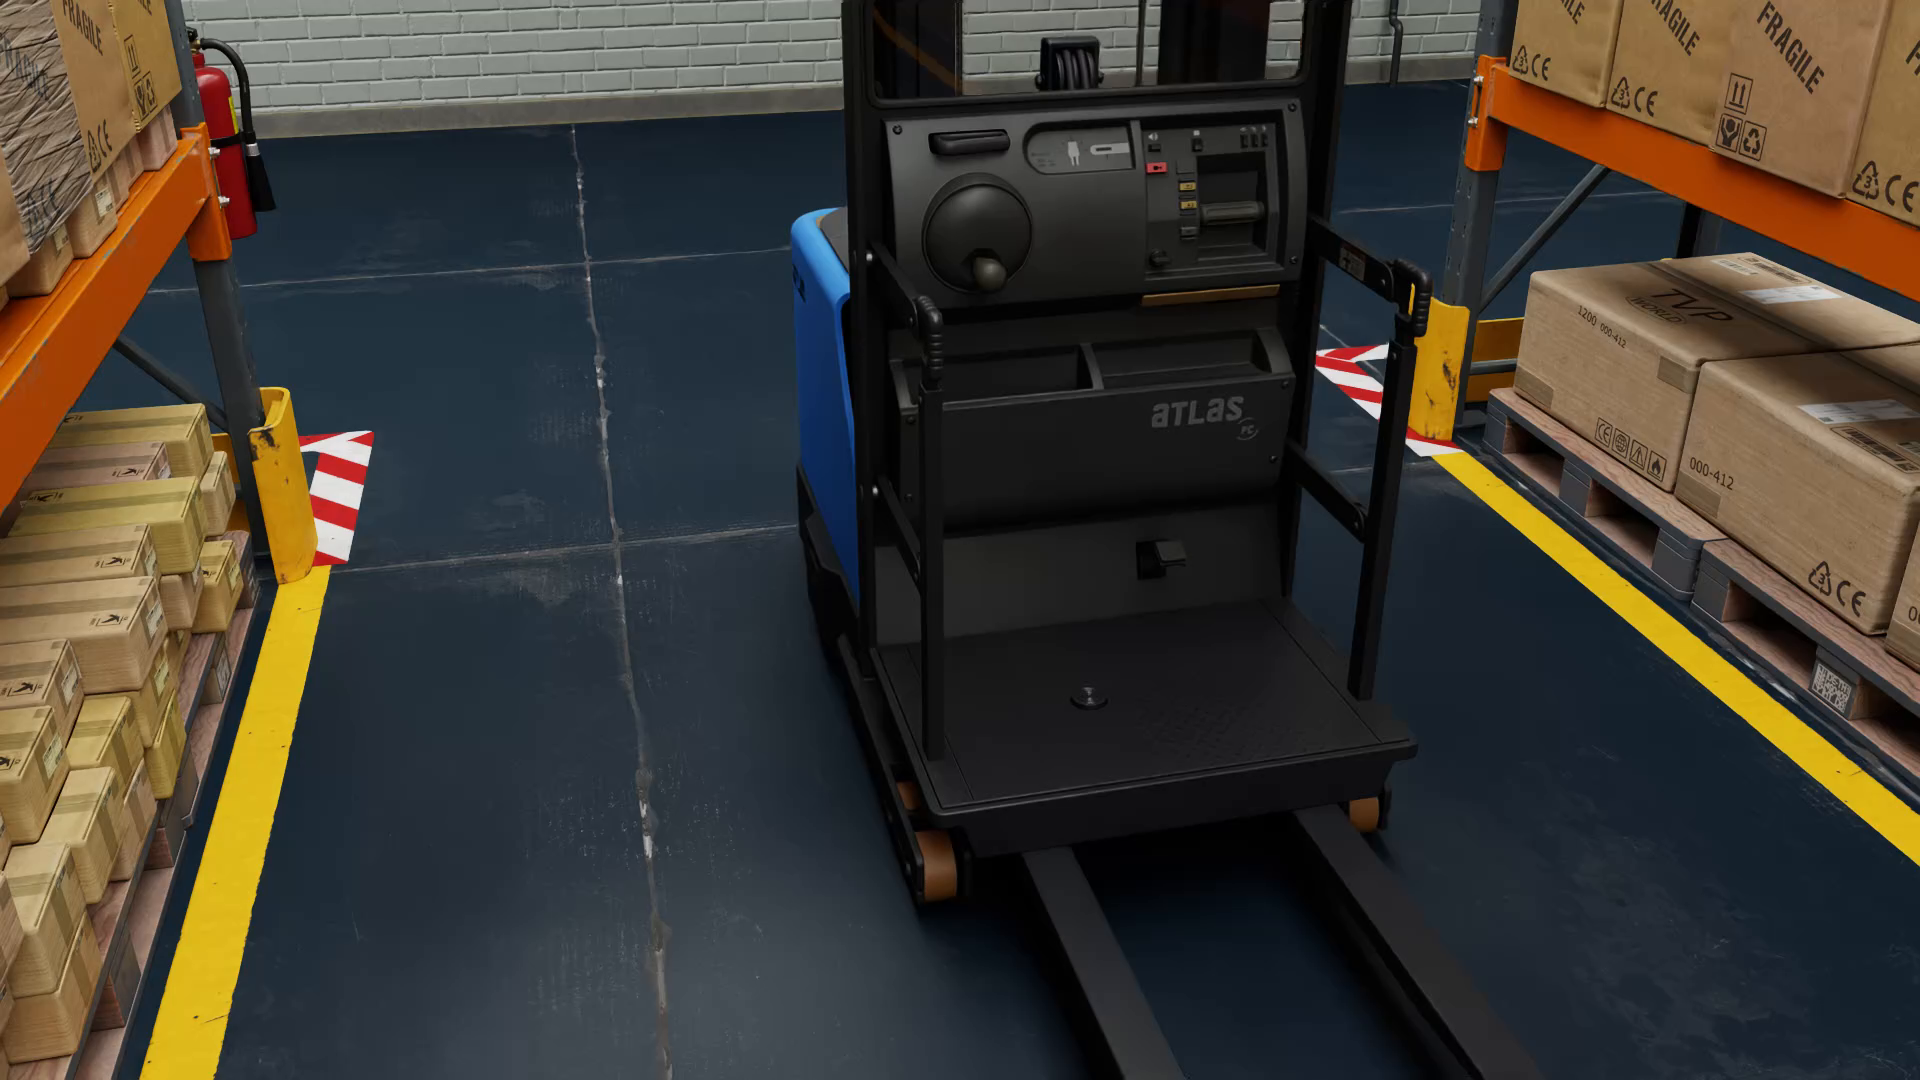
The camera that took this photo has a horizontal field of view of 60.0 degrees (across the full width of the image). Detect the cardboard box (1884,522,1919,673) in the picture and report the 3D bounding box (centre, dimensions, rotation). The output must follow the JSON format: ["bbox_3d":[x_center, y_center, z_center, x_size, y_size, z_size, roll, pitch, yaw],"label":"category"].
[{"bbox_3d":[2.874,0.223,3.858,0.875,0.438,0.875,-7,28,-13],"label":"cardboard box"}]

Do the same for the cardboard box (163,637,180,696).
[{"bbox_3d":[-2.065,0.366,3.893,0.380,0.149,0.250,-6,27,-11],"label":"cardboard box"}]

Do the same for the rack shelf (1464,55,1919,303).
[{"bbox_3d":[2.663,-0.611,3.930,1.077,0.370,4.000,-6,27,-12],"label":"rack shelf"}]

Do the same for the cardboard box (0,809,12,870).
[{"bbox_3d":[-1.872,0.564,2.842,0.380,0.149,0.250,-7,28,-14],"label":"cardboard box"}]

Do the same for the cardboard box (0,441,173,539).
[{"bbox_3d":[-2.221,-0.121,4.198,0.380,0.149,0.250,-5,27,-11],"label":"cardboard box"}]

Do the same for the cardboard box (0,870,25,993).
[{"bbox_3d":[-1.730,0.675,2.621,0.380,0.149,0.250,-5,27,-10],"label":"cardboard box"}]

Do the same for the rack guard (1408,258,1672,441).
[{"bbox_3d":[2.207,-0.705,6.092,1.175,0.500,0.348,-6,27,-12],"label":"rack guard"}]

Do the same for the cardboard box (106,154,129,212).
[{"bbox_3d":[-2.148,-0.815,3.815,0.380,0.149,0.250,-6,27,-12],"label":"cardboard box"}]

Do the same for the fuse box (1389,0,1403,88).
[{"bbox_3d":[2.998,-3.857,10.993,0.539,1.711,0.414,-6,27,-12],"label":"fuse box"}]

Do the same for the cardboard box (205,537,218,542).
[{"bbox_3d":[-2.266,0.032,4.556,0.380,0.149,0.250,-5,27,-11],"label":"cardboard box"}]

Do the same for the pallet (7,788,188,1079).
[{"bbox_3d":[-2.151,0.910,3.213,1.003,0.211,1.213,-6,27,-12],"label":"pallet"}]

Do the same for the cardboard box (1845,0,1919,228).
[{"bbox_3d":[2.408,-0.952,3.697,0.500,0.500,0.500,-5,27,-10],"label":"cardboard box"}]

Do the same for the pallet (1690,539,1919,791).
[{"bbox_3d":[2.740,0.312,4.397,1.003,0.211,1.213,-6,27,-12],"label":"pallet"}]

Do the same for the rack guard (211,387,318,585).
[{"bbox_3d":[-2.571,-0.114,4.921,1.175,0.500,0.348,-6,27,-12],"label":"rack guard"}]

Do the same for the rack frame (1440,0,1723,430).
[{"bbox_3d":[2.212,-1.810,5.508,1.000,3.000,0.127,-6,27,-12],"label":"rack frame"}]

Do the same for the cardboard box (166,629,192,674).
[{"bbox_3d":[-2.134,0.259,4.105,0.380,0.149,0.250,-6,27,-12],"label":"cardboard box"}]

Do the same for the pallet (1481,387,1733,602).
[{"bbox_3d":[2.469,-0.222,5.456,1.003,0.211,1.213,-6,27,-12],"label":"pallet"}]

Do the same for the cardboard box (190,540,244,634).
[{"bbox_3d":[-2.109,0.134,4.352,0.380,0.149,0.250,-5,27,-10],"label":"cardboard box"}]

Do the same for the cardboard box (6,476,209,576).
[{"bbox_3d":[-2.039,-0.020,3.998,0.380,0.149,0.250,-7,28,-13],"label":"cardboard box"}]

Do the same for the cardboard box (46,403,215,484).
[{"bbox_3d":[-2.222,-0.237,4.428,0.380,0.149,0.250,-6,27,-11],"label":"cardboard box"}]

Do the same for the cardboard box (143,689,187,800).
[{"bbox_3d":[-1.947,0.472,3.684,0.380,0.149,0.250,-7,28,-14],"label":"cardboard box"}]

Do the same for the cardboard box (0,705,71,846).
[{"bbox_3d":[-1.889,0.451,3.064,0.380,0.149,0.250,-6,27,-11],"label":"cardboard box"}]

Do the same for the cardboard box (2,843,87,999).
[{"bbox_3d":[-1.783,0.689,2.923,0.380,0.149,0.250,-6,27,-12],"label":"cardboard box"}]

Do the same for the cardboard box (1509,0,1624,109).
[{"bbox_3d":[2.041,-1.615,5.010,0.500,0.500,0.500,-6,27,-12],"label":"cardboard box"}]

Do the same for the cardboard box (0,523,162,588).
[{"bbox_3d":[-2.042,0.100,3.760,0.380,0.149,0.250,-7,28,-14],"label":"cardboard box"}]

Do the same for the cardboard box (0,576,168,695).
[{"bbox_3d":[-1.927,0.212,3.538,0.380,0.149,0.250,-5,27,-10],"label":"cardboard box"}]

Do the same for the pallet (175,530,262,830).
[{"bbox_3d":[-2.422,0.375,4.272,1.003,0.211,1.213,-6,27,-12],"label":"pallet"}]

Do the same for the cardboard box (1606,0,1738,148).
[{"bbox_3d":[2.182,-1.396,4.576,0.500,0.500,0.500,-6,27,-12],"label":"cardboard box"}]

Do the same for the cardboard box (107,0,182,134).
[{"bbox_3d":[-2.236,-1.270,3.995,0.500,0.500,0.500,-5,27,-11],"label":"cardboard box"}]

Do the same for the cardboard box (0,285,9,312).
[{"bbox_3d":[-2.034,-0.462,3.116,0.380,0.149,0.250,-7,28,-14],"label":"cardboard box"}]

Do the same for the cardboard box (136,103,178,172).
[{"bbox_3d":[-2.239,-1.037,4.254,0.380,0.149,0.250,-6,27,-12],"label":"cardboard box"}]

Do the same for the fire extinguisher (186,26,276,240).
[{"bbox_3d":[-2.195,-1.220,4.837,0.296,0.674,0.183,-6,27,-12],"label":"fire extinguisher"}]

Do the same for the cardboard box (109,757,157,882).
[{"bbox_3d":[-1.905,0.594,3.442,0.380,0.149,0.250,-5,27,-11],"label":"cardboard box"}]

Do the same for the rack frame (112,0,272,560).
[{"bbox_3d":[-2.588,-1.263,4.424,1.000,3.000,0.127,-6,27,-12],"label":"rack frame"}]

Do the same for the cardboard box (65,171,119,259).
[{"bbox_3d":[-2.068,-0.705,3.598,0.380,0.149,0.250,-5,27,-10],"label":"cardboard box"}]

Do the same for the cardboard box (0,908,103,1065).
[{"bbox_3d":[-1.787,0.820,2.994,0.380,0.149,0.250,-7,28,-13],"label":"cardboard box"}]

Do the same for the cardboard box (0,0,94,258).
[{"bbox_3d":[-2.001,-0.821,3.107,0.500,0.500,0.500,-6,27,-11],"label":"cardboard box"}]

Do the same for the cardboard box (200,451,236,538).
[{"bbox_3d":[-2.191,-0.108,4.503,0.380,0.149,0.250,-7,28,-13],"label":"cardboard box"}]

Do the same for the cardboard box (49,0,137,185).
[{"bbox_3d":[-2.125,-1.043,3.546,0.500,0.500,0.500,-6,27,-12],"label":"cardboard box"}]

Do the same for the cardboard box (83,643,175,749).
[{"bbox_3d":[-1.943,0.346,3.604,0.380,0.149,0.250,-6,27,-11],"label":"cardboard box"}]

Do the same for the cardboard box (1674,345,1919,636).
[{"bbox_3d":[2.673,-0.173,4.642,0.875,0.438,0.875,-5,27,-10],"label":"cardboard box"}]

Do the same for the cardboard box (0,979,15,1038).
[{"bbox_3d":[-1.788,0.806,2.691,0.380,0.149,0.250,-5,27,-9],"label":"cardboard box"}]

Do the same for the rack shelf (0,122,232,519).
[{"bbox_3d":[-2.137,-0.064,2.846,1.077,0.370,4.000,-6,27,-12],"label":"rack shelf"}]

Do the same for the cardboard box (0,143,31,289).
[{"bbox_3d":[-1.899,-0.601,2.671,0.500,0.500,0.500,-5,27,-9],"label":"cardboard box"}]

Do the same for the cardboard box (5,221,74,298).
[{"bbox_3d":[-2.037,-0.587,3.362,0.380,0.149,0.250,-7,28,-14],"label":"cardboard box"}]

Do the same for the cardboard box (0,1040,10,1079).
[{"bbox_3d":[-1.823,0.944,2.749,0.380,0.149,0.250,-7,28,-14],"label":"cardboard box"}]

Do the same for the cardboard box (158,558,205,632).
[{"bbox_3d":[-2.072,0.120,4.051,0.380,0.149,0.250,-7,28,-14],"label":"cardboard box"}]

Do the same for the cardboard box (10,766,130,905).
[{"bbox_3d":[-1.814,0.578,3.143,0.380,0.149,0.250,-6,27,-11],"label":"cardboard box"}]

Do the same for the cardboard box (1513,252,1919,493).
[{"bbox_3d":[2.458,-0.574,5.436,0.875,0.438,0.875,-7,28,-13],"label":"cardboard box"}]

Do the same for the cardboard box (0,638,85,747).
[{"bbox_3d":[-1.976,0.339,3.286,0.380,0.149,0.250,-7,28,-13],"label":"cardboard box"}]

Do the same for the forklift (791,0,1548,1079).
[{"bbox_3d":[0.358,-0.700,3.384,1.130,2.935,3.031,-6,27,-12],"label":"forklift"}]

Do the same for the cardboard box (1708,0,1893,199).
[{"bbox_3d":[2.279,-1.171,4.129,0.500,0.500,0.500,-6,27,-12],"label":"cardboard box"}]

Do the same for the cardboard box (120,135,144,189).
[{"bbox_3d":[-2.219,-0.924,4.030,0.380,0.149,0.250,-6,27,-12],"label":"cardboard box"}]

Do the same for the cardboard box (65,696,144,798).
[{"bbox_3d":[-1.903,0.460,3.377,0.380,0.149,0.250,-5,27,-9],"label":"cardboard box"}]
